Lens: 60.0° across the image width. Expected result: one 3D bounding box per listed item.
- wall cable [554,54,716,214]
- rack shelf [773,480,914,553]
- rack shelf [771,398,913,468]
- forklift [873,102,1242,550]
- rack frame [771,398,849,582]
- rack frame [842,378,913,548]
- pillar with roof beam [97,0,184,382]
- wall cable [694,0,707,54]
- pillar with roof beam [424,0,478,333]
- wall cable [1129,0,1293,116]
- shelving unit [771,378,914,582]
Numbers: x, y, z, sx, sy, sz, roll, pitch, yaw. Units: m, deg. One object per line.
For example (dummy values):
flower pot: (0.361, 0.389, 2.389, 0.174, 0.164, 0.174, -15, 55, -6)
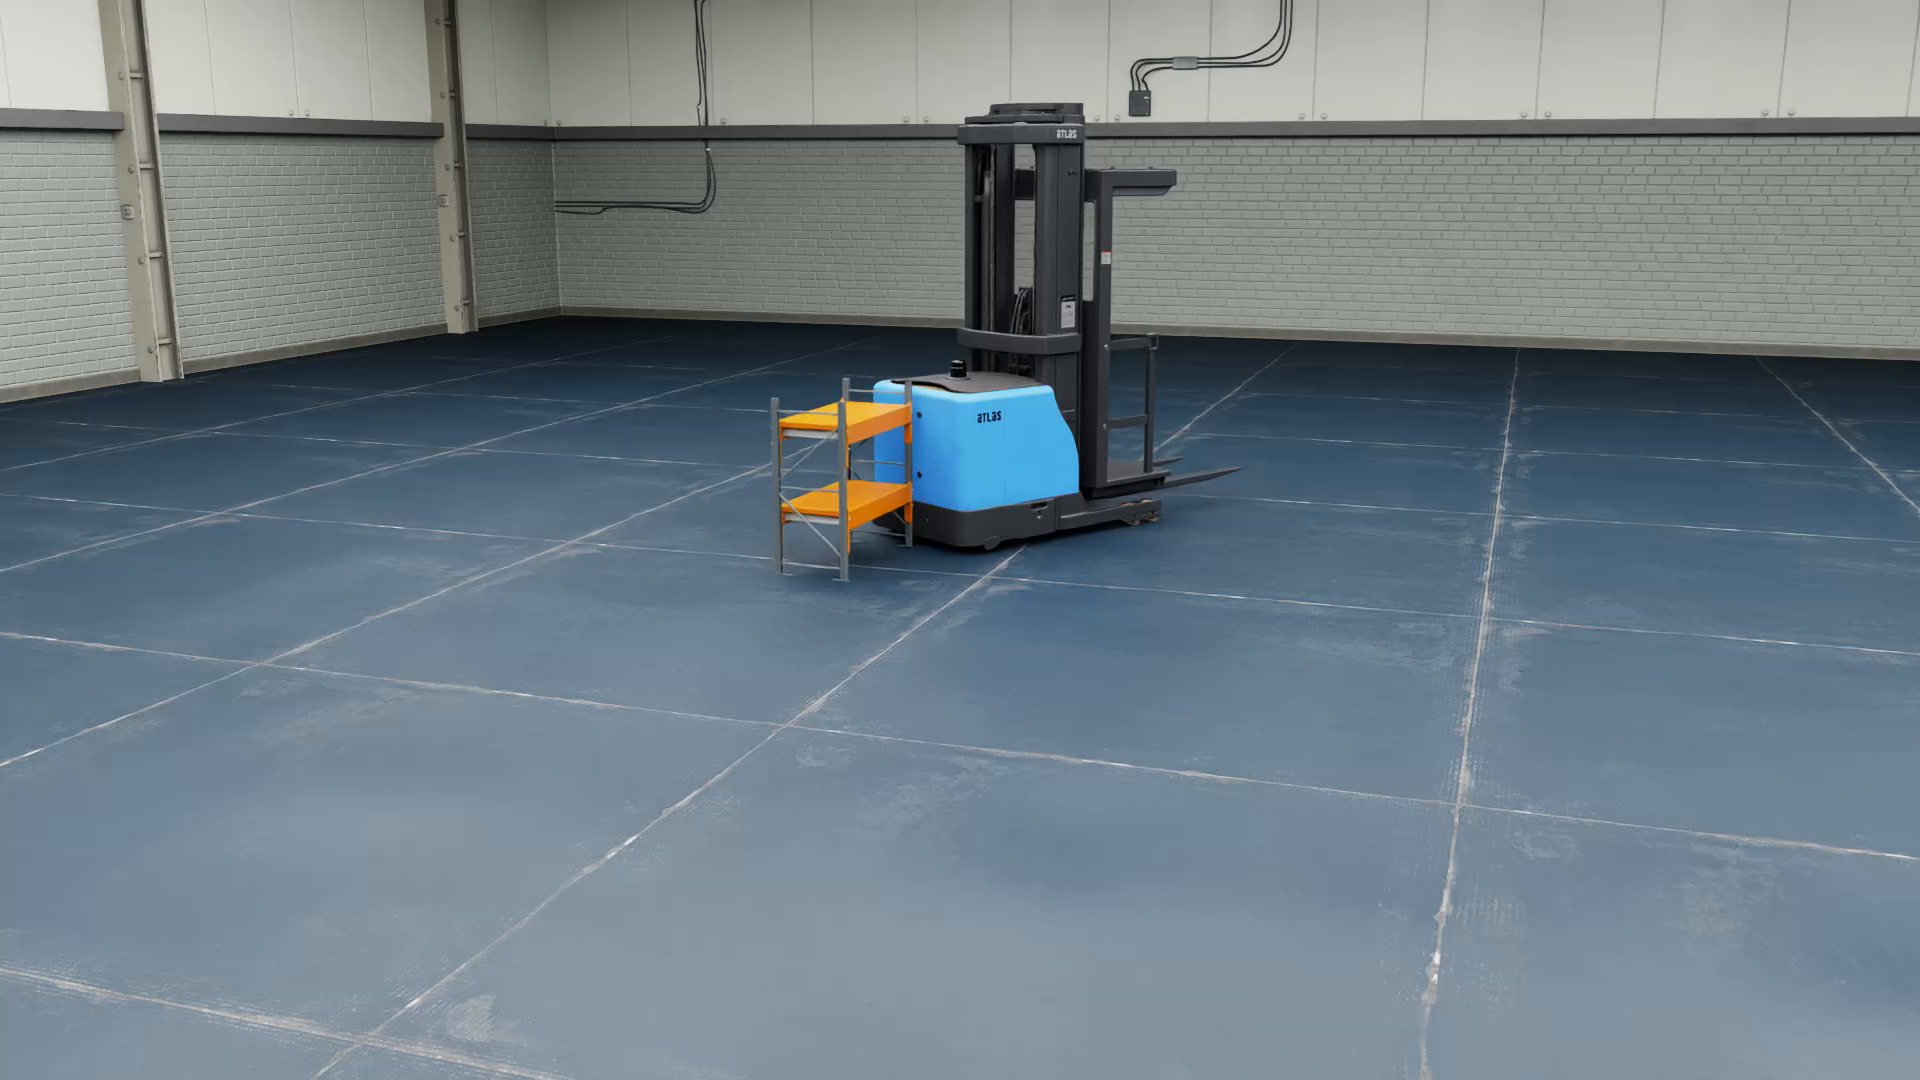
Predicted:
wall cable: (-5.406, -6.582, 27.081, 3.097, 2.526, 0.112, 4, 14, 18)
rack shelf: (-0.744, -0.176, 10.830, 0.538, 0.278, 1.000, 5, 14, 21)
rack shelf: (-0.744, -0.700, 10.710, 0.538, 0.278, 1.000, 5, 14, 21)
forklift: (0.835, -1.610, 11.954, 3.031, 2.935, 1.130, -11, 17, -39)
rack frame: (-0.932, -0.309, 10.315, 0.500, 1.125, 0.032, 5, 14, 21)
rack frame: (-0.555, -0.519, 11.235, 0.500, 1.125, 0.032, 5, 14, 21)
pillar with roof beam: (-5.479, -5.998, 17.542, 9.100, 9.000, 0.400, 4, 14, 18)
wall cable: (-2.847, -8.850, 25.666, 3.097, 2.526, 0.112, 4, 14, 18)
pillar with roof beam: (-3.537, -7.261, 23.077, 9.100, 9.000, 0.400, 4, 14, 18)
wall cable: (3.571, -9.067, 23.348, 2.305, 6.003, 0.169, 4, 14, 18)
shelving unit: (-0.744, -0.414, 10.775, 0.538, 1.125, 1.048, 5, 14, 21)
